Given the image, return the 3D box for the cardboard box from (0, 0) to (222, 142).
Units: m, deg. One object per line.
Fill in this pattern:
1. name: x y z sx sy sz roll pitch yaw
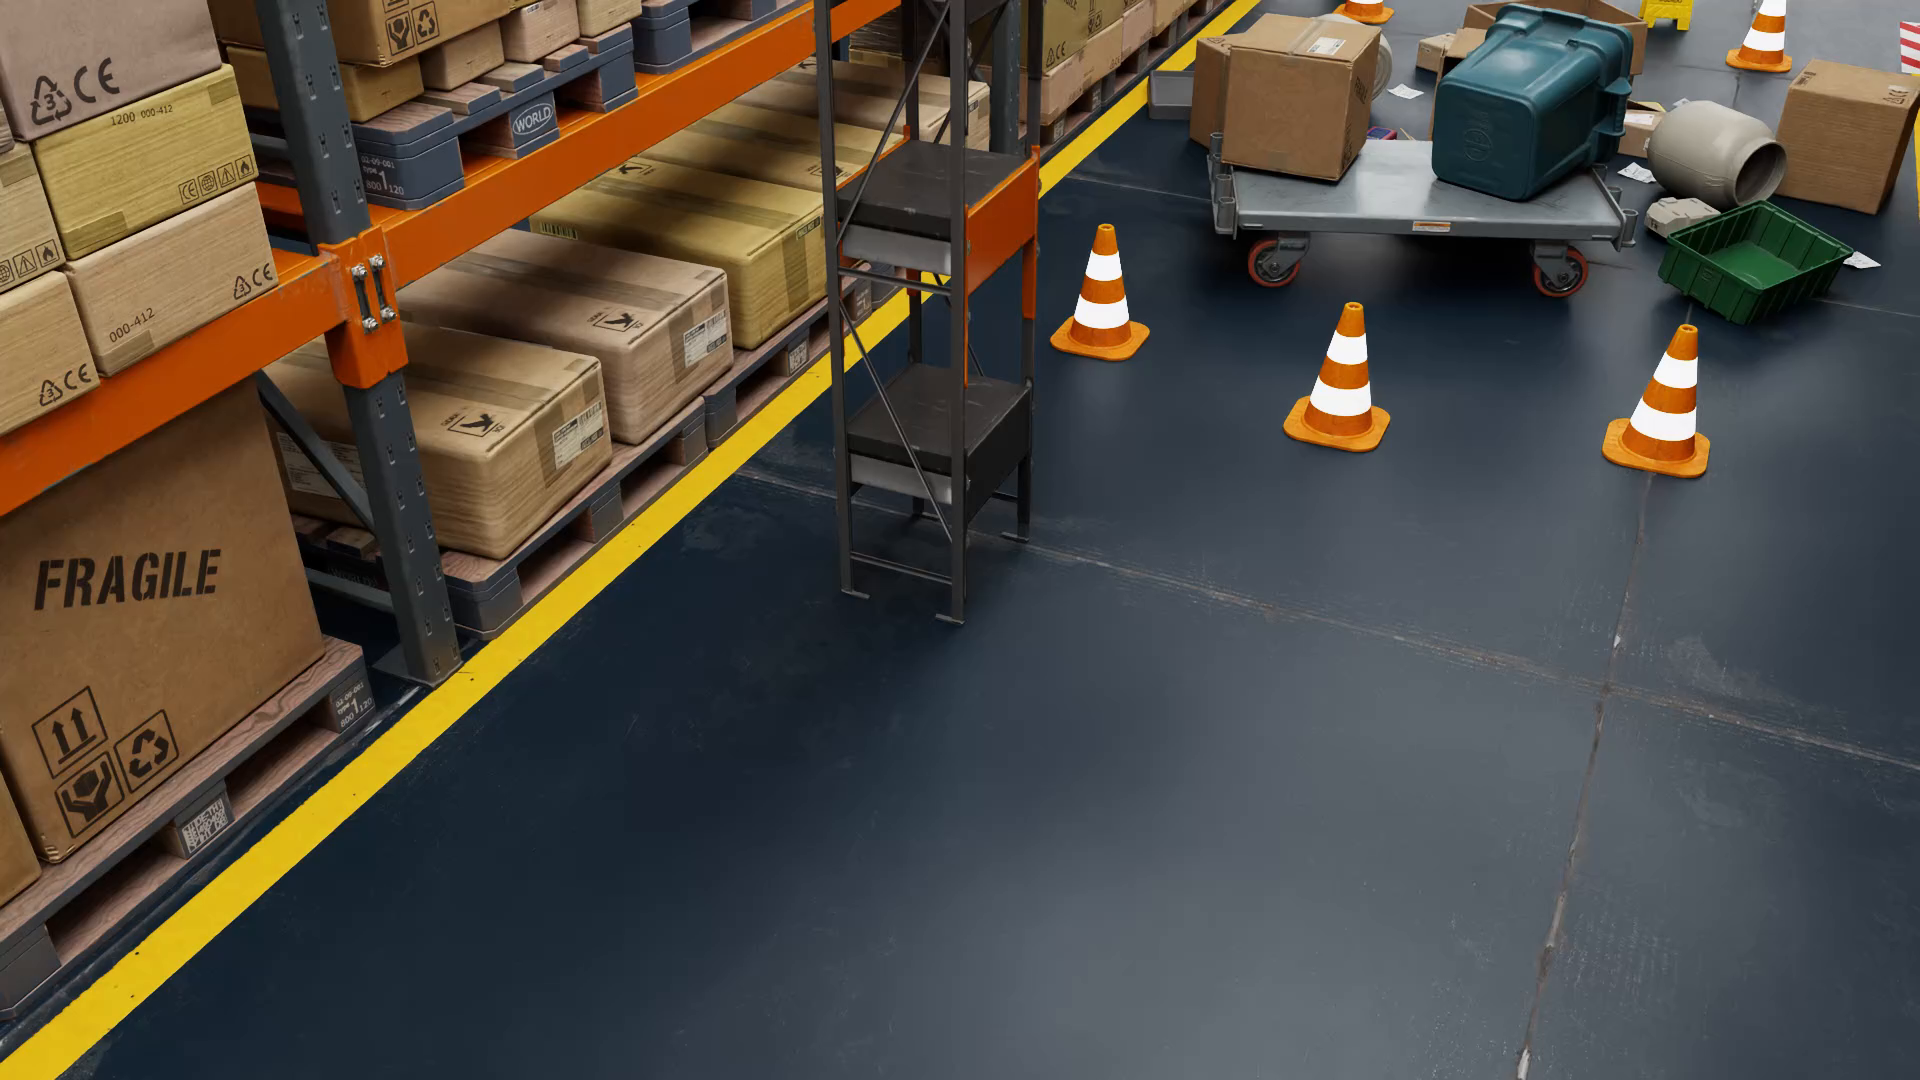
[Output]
1. cardboard box: -1.862 -1.124 3.226 0.500 0.500 0.500 13 35 19

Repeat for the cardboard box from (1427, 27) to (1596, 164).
1. cardboard box: 2.644 -2.056 7.802 0.797 0.637 0.503 14 36 20

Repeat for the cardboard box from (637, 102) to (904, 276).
1. cardboard box: -0.725 -1.430 6.709 0.950 0.372 0.625 16 37 23

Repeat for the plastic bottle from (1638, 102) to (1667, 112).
1. plastic bottle: 3.543 -2.166 8.497 0.133 0.061 0.283 3 33 4

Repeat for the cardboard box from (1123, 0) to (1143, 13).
1. cardboard box: 0.714 -3.072 8.641 0.500 0.500 0.500 16 37 23

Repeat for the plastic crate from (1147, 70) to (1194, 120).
1. plastic crate: 1.191 -2.347 8.756 0.402 0.080 0.583 3 33 4

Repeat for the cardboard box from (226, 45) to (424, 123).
1. cardboard box: -1.579 -1.171 4.147 0.380 0.149 0.250 12 35 18

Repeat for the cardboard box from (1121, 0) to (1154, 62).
1. cardboard box: 0.714 -2.765 8.856 0.500 0.250 0.500 14 36 20

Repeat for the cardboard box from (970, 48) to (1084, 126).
1. cardboard box: 0.282 -2.232 8.042 0.500 0.250 0.500 13 35 18

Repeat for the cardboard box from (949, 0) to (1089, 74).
1. cardboard box: 0.282 -2.545 7.837 0.500 0.500 0.500 16 36 23

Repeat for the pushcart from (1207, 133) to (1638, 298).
1. pushcart: 1.882 -1.379 7.009 1.648 0.377 0.936 3 33 4

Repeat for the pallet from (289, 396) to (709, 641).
1. pallet: -1.555 -0.204 5.369 1.003 0.211 1.213 14 36 20

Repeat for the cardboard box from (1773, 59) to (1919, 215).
1. cardboard box: 4.045 -1.853 7.618 0.500 0.500 0.500 21 39 28

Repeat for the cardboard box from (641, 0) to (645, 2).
1. cardboard box: -1.110 -1.700 4.954 0.380 0.149 0.250 16 37 23

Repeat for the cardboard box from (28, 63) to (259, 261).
1. cardboard box: -1.856 -0.829 3.459 0.500 0.250 0.500 14 36 20

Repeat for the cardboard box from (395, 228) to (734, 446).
1. cardboard box: -1.337 -0.707 5.606 0.950 0.372 0.625 13 36 20

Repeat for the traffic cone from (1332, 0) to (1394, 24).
1. traffic cone: 2.455 -3.395 10.006 0.336 0.463 0.334 14 36 20

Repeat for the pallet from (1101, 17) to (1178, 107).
1. pallet: 0.548 -2.760 9.267 1.003 0.211 1.213 14 36 20

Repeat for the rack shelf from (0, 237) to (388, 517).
1. rack shelf: -2.721 0.315 2.690 1.077 0.370 4.000 14 36 20

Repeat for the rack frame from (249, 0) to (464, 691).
1. rack frame: -1.884 -0.982 4.012 1.000 3.000 0.127 14 36 20

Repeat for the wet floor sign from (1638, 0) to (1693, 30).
1. wet floor sign: 4.215 -3.365 9.793 0.267 0.644 0.232 8 34 12

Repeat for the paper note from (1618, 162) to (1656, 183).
1. paper note: 3.234 -1.740 7.883 0.172 0.023 0.155 29 43 36

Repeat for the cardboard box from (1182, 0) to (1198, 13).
1. cardboard box: 1.146 -3.271 9.628 0.500 0.250 0.500 14 36 21

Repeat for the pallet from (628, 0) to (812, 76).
1. pallet: -1.093 -1.897 5.582 1.003 0.211 1.213 14 36 20

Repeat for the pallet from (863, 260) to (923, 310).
1. pallet: -0.535 -1.420 7.223 1.003 0.211 1.213 14 36 20

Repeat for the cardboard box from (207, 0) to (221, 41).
1. cardboard box: -1.946 -1.614 4.230 0.500 0.500 0.500 13 35 19

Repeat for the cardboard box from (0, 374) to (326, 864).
1. cardboard box: -2.248 0.056 3.983 0.875 0.875 0.875 14 36 20

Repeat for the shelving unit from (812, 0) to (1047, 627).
1. shelving unit: -0.069 -0.796 4.549 0.431 2.100 0.503 14 36 20

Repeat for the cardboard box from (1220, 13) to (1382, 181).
1. cardboard box: 1.419 -1.852 6.928 0.500 0.500 0.500 14 36 20

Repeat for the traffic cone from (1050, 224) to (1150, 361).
1. traffic cone: 0.543 -0.974 6.314 0.336 0.463 0.334 14 36 20

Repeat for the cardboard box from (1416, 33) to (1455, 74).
1. cardboard box: 2.750 -2.658 9.168 0.250 0.149 0.380 -21 39 -29

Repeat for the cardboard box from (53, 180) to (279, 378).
1. cardboard box: -1.860 -0.608 3.578 0.500 0.250 0.500 13 35 19

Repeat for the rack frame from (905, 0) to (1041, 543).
1. rack frame: 0.033 -0.917 4.734 0.400 2.100 0.015 14 36 20

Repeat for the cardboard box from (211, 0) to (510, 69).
1. cardboard box: -1.485 -1.495 4.048 0.500 0.500 0.500 13 35 19

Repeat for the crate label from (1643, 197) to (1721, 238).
1. crate label: 3.152 -1.392 7.248 0.298 0.136 0.250 -9 34 -13

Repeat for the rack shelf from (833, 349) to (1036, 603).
1. rack shelf: -0.069 -0.199 4.940 0.431 0.518 0.480 14 36 20

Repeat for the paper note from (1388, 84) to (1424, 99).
1. paper note: 2.384 -2.404 8.898 0.148 0.019 0.142 29 43 36

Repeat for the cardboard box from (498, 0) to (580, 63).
1. cardboard box: -1.274 -1.430 4.542 0.380 0.149 0.250 12 35 17

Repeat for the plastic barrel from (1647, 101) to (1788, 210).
1. plastic barrel: 3.409 -1.728 7.499 0.421 0.421 0.512 -15 36 -21
